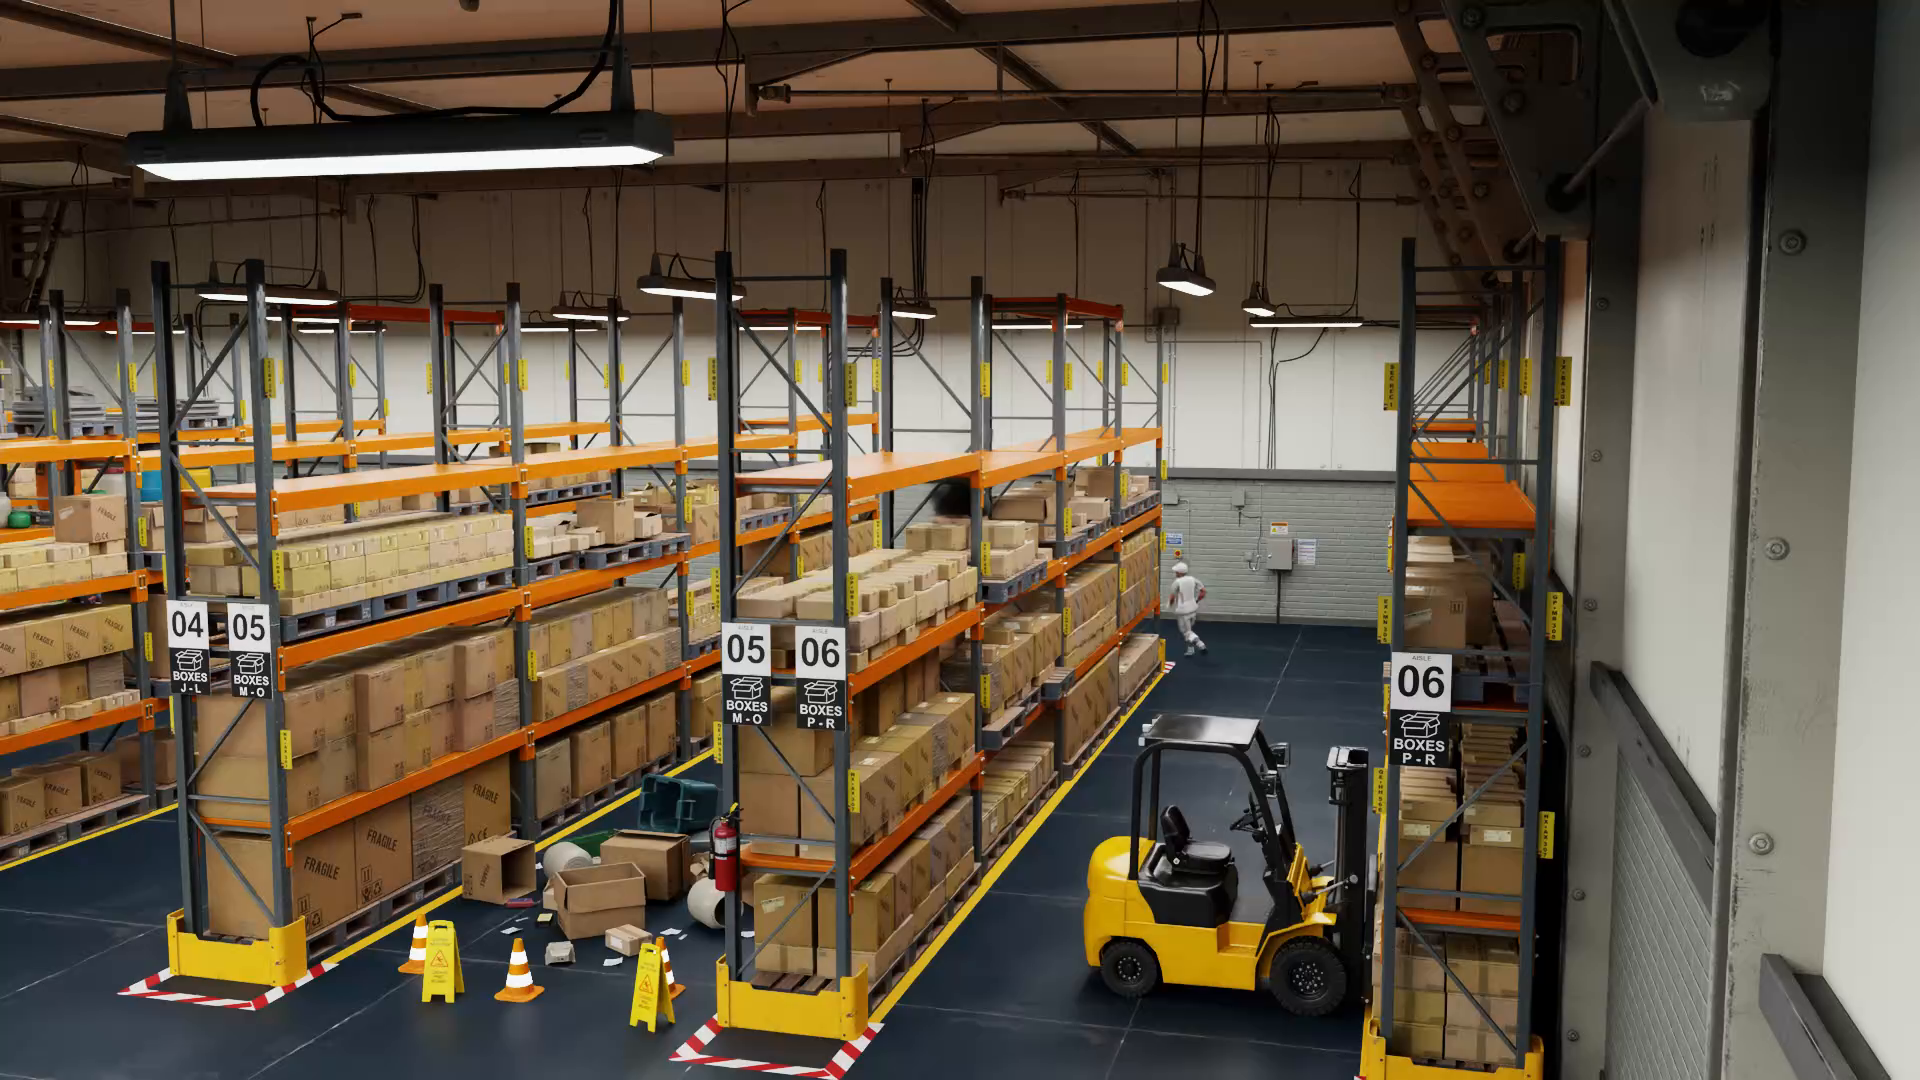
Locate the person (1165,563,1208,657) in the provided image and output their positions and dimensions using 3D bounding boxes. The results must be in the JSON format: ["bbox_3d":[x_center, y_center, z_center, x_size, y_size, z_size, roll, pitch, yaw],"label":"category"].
[{"bbox_3d":[3.937,1.257,29.016,0.703,1.716,0.782,-3,7,-28],"label":"person"}]
